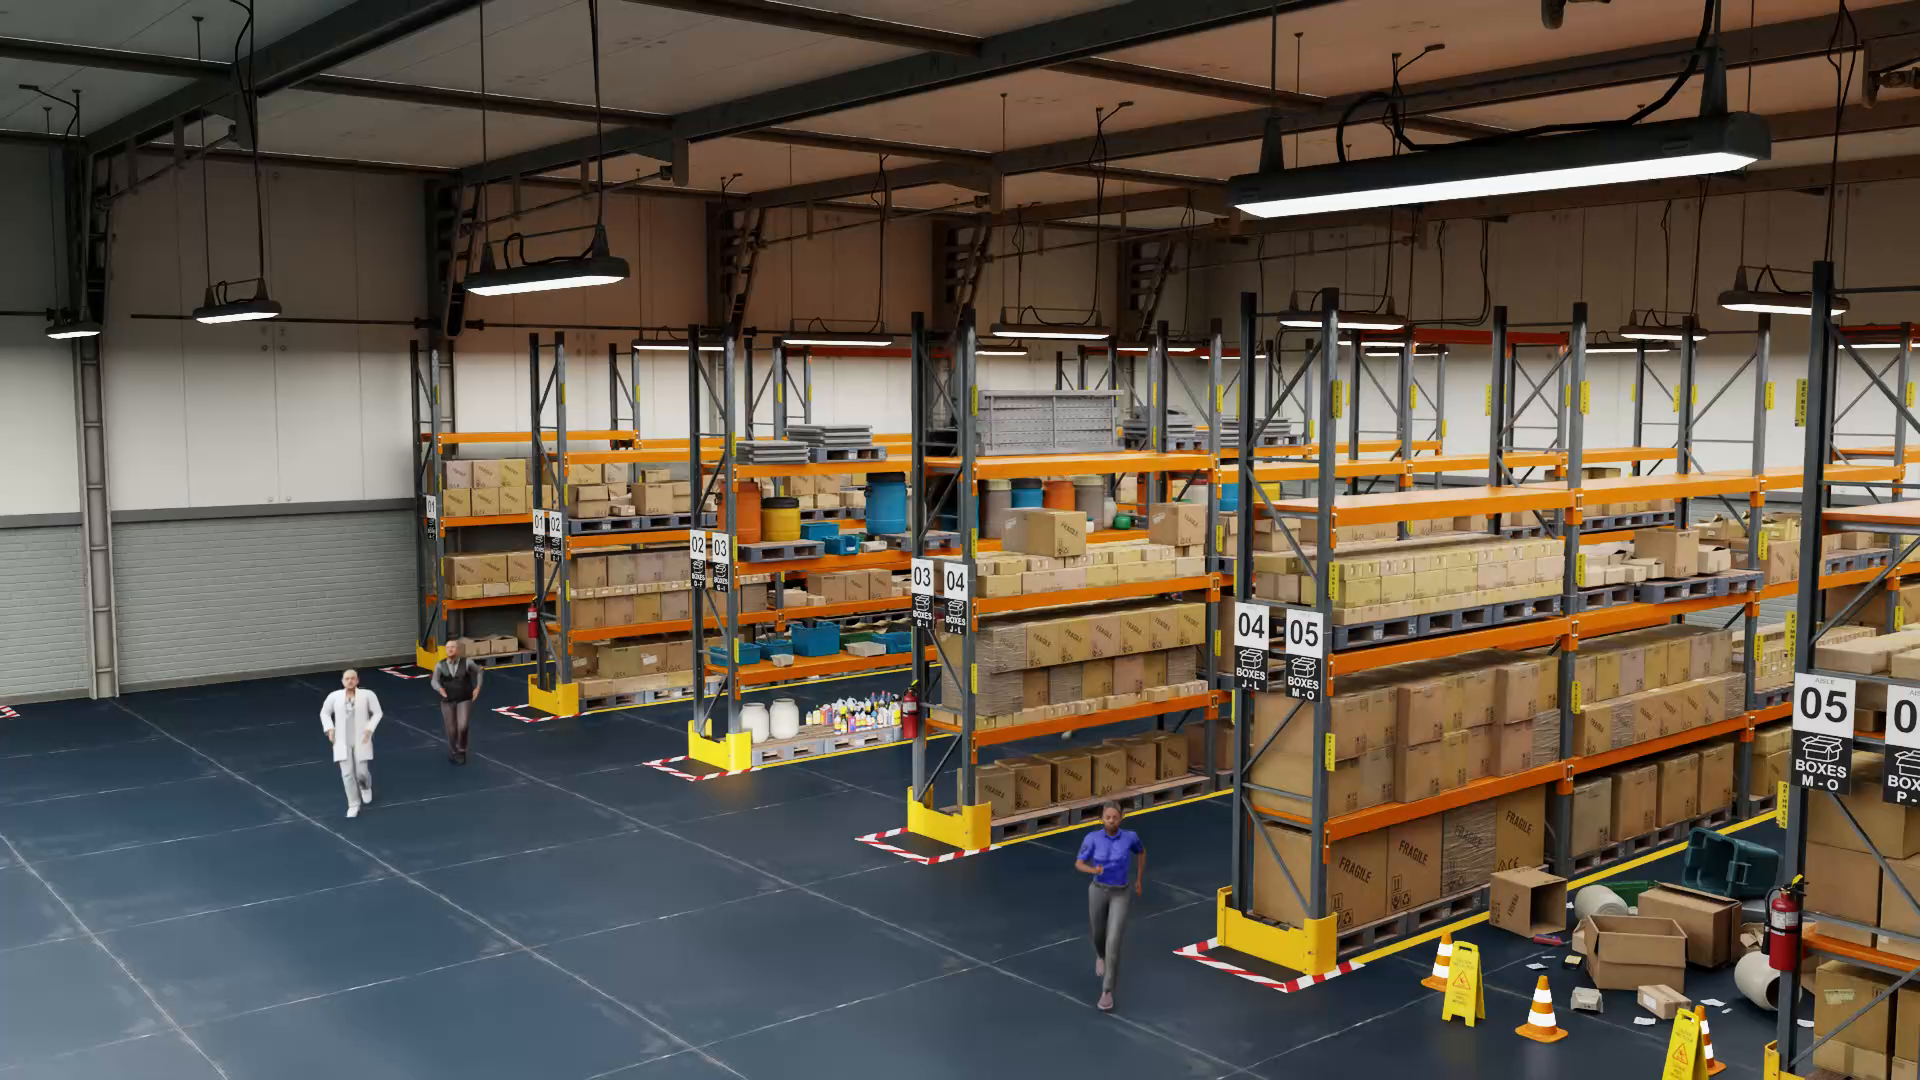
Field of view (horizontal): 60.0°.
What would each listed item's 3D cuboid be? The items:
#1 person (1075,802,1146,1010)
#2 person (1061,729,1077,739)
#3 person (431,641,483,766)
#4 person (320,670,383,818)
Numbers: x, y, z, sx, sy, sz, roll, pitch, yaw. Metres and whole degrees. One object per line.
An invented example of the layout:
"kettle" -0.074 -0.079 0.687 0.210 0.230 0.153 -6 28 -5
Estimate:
"person" 1.267 3.013 14.052 0.578 1.640 0.945 1 5 11
"person" 1.533 1.882 23.101 0.659 1.744 0.522 4 7 39
"person" -6.877 2.227 22.710 0.668 1.705 0.677 -1 5 -9
"person" -7.377 2.433 20.162 0.717 1.750 0.718 -1 5 -13
